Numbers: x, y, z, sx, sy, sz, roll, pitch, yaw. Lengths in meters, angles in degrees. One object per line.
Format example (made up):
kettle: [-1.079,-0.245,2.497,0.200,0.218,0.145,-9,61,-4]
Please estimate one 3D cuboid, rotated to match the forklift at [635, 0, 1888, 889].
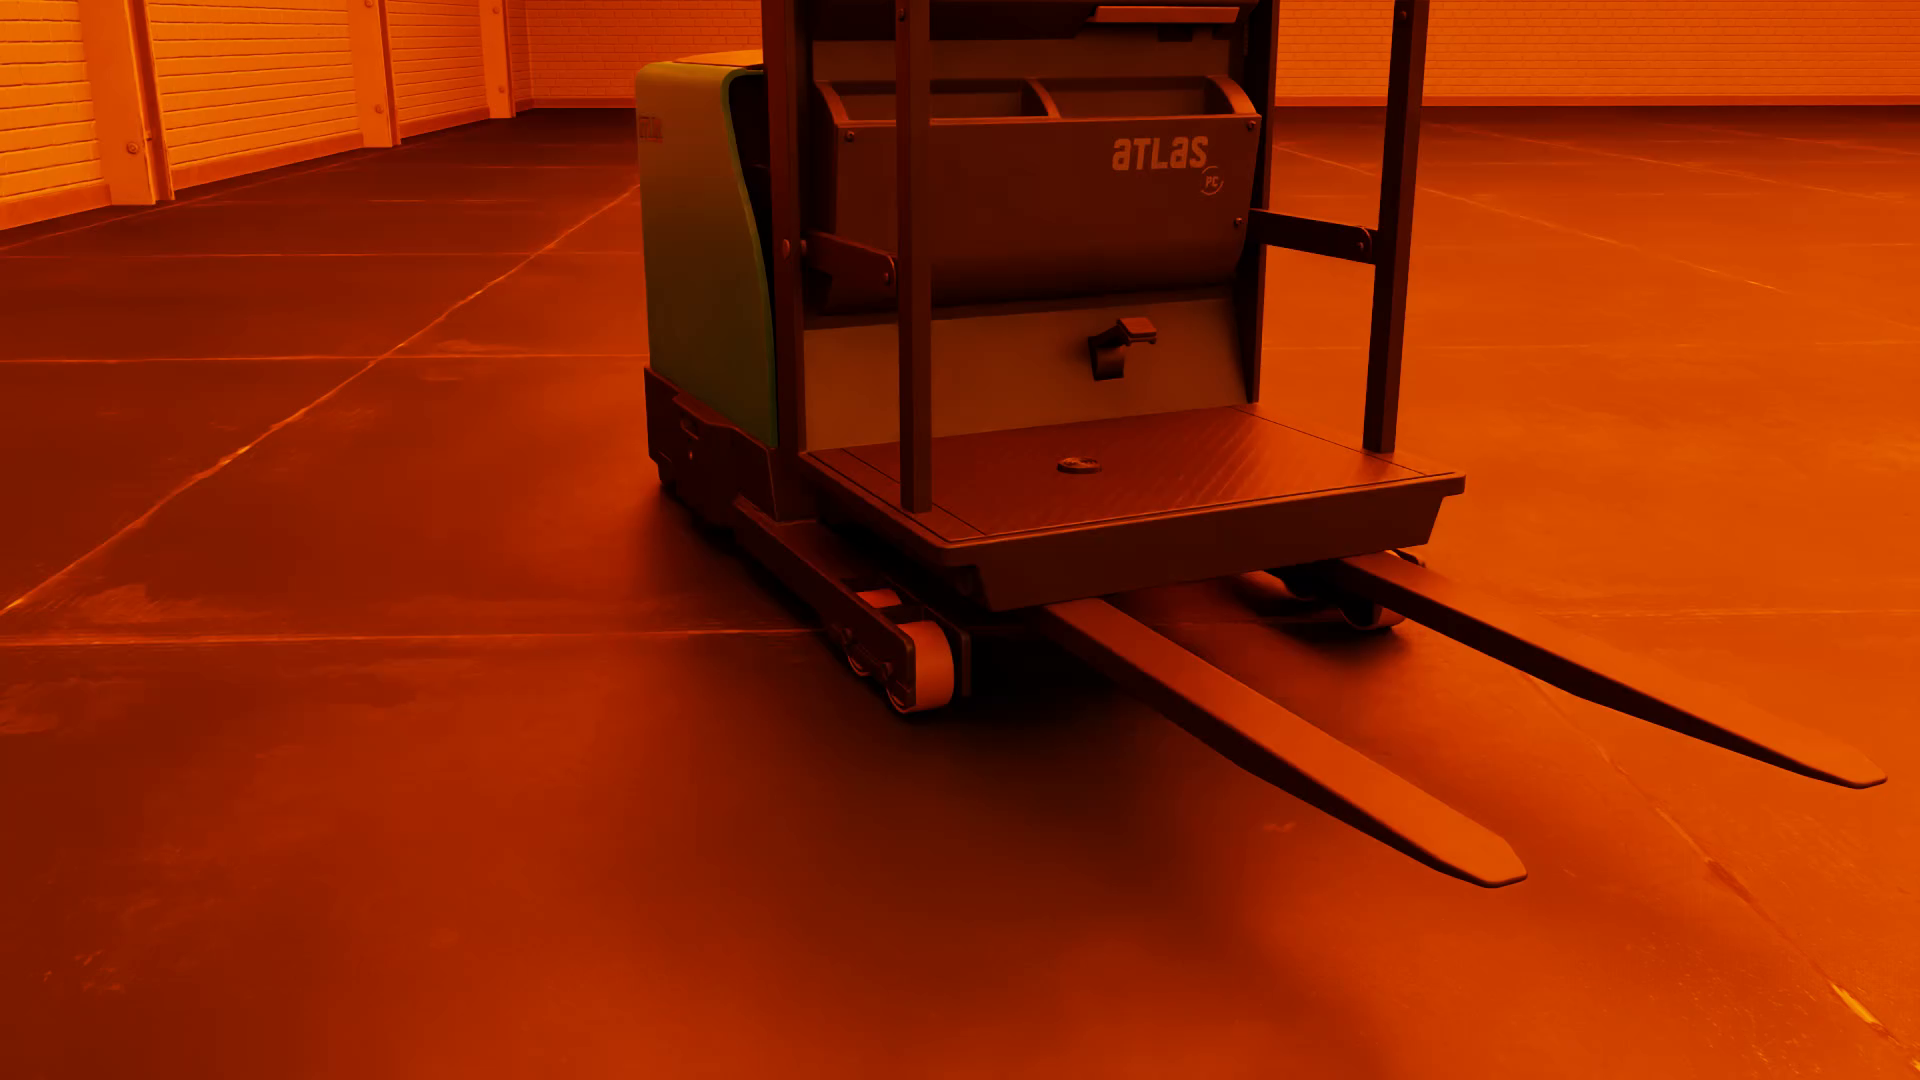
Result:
forklift: [0.258,-1.240,2.962,1.130,2.935,3.031,-8,19,-24]
